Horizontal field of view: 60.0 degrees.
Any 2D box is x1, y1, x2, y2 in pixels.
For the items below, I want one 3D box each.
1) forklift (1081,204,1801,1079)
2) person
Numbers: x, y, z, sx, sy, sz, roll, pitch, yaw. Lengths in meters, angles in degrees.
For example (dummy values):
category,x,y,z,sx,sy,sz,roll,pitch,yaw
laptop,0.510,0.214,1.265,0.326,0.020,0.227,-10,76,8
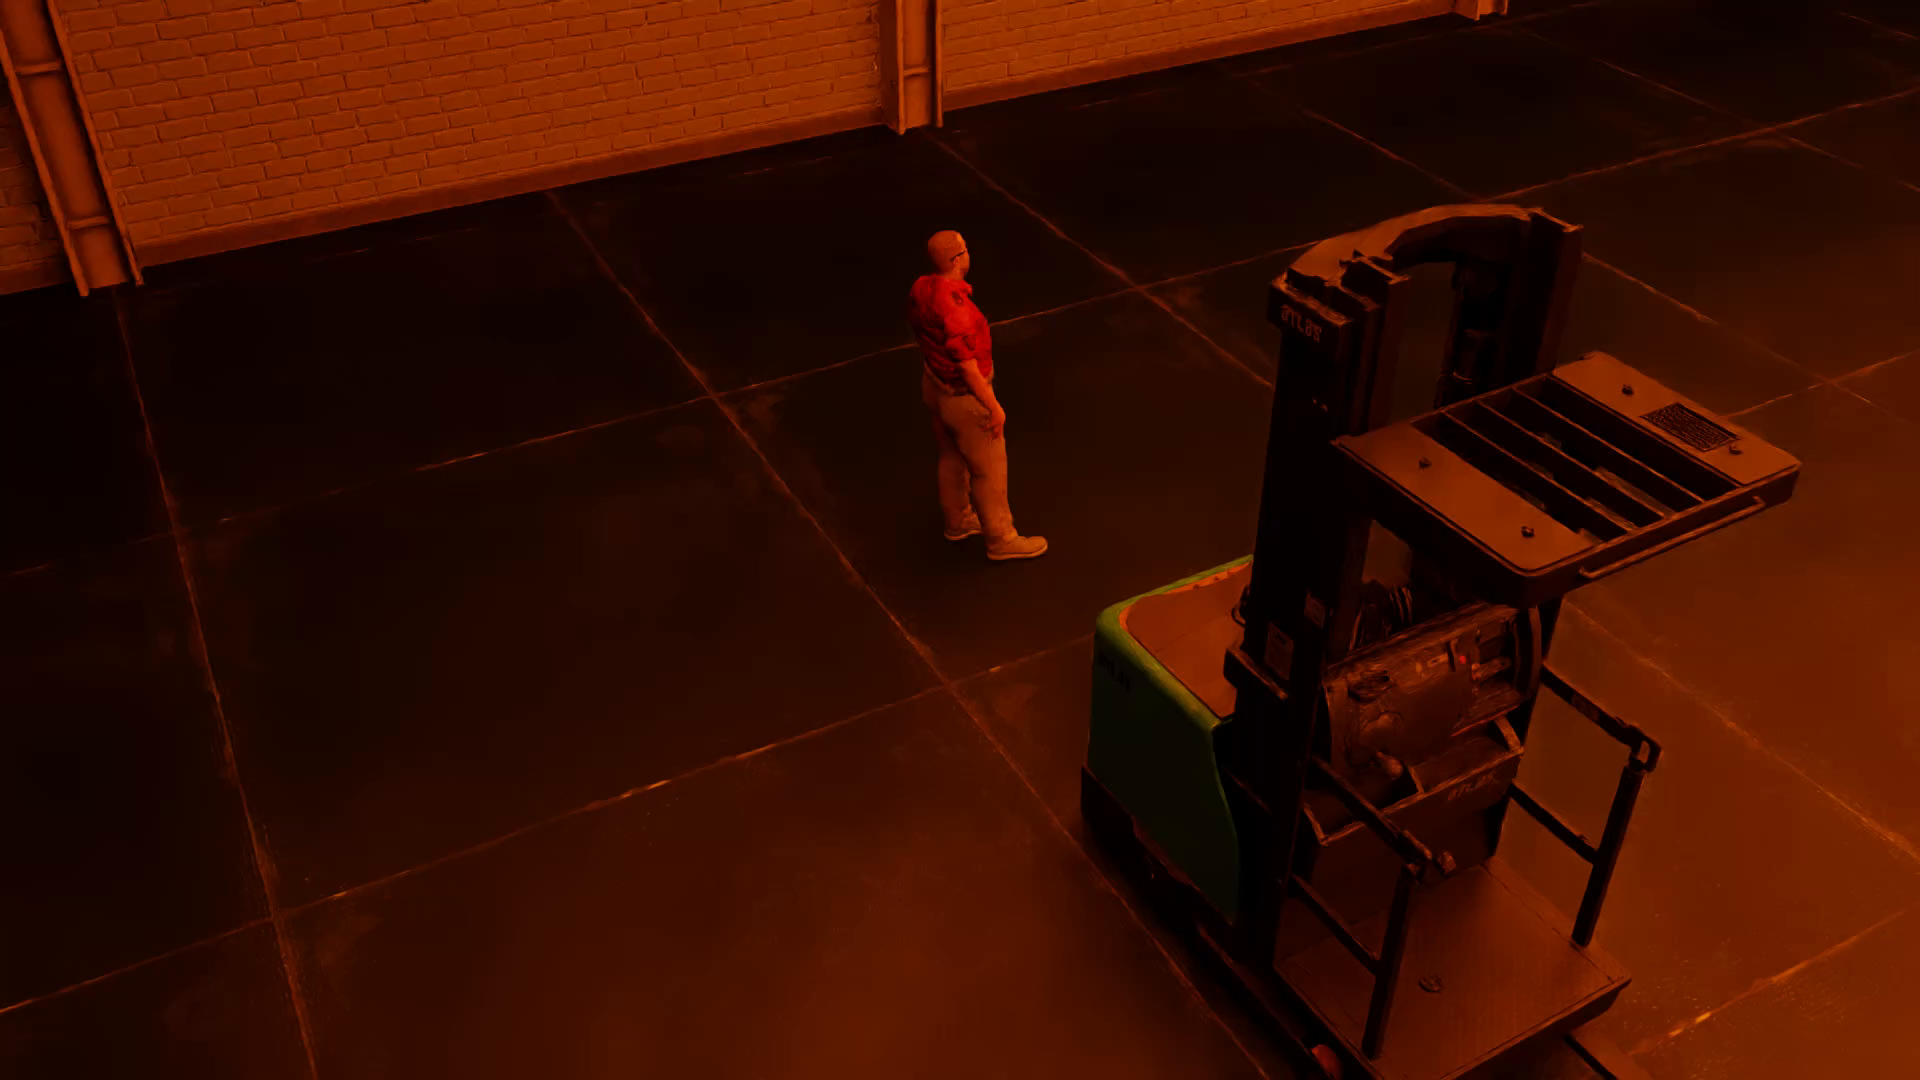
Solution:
category,x,y,z,sx,sy,sz,roll,pitch,yaw
forklift,1.675,0.551,5.344,1.130,2.935,3.031,-18,39,-24
person,0.085,-0.730,8.185,0.550,1.727,0.640,-17,39,-23
